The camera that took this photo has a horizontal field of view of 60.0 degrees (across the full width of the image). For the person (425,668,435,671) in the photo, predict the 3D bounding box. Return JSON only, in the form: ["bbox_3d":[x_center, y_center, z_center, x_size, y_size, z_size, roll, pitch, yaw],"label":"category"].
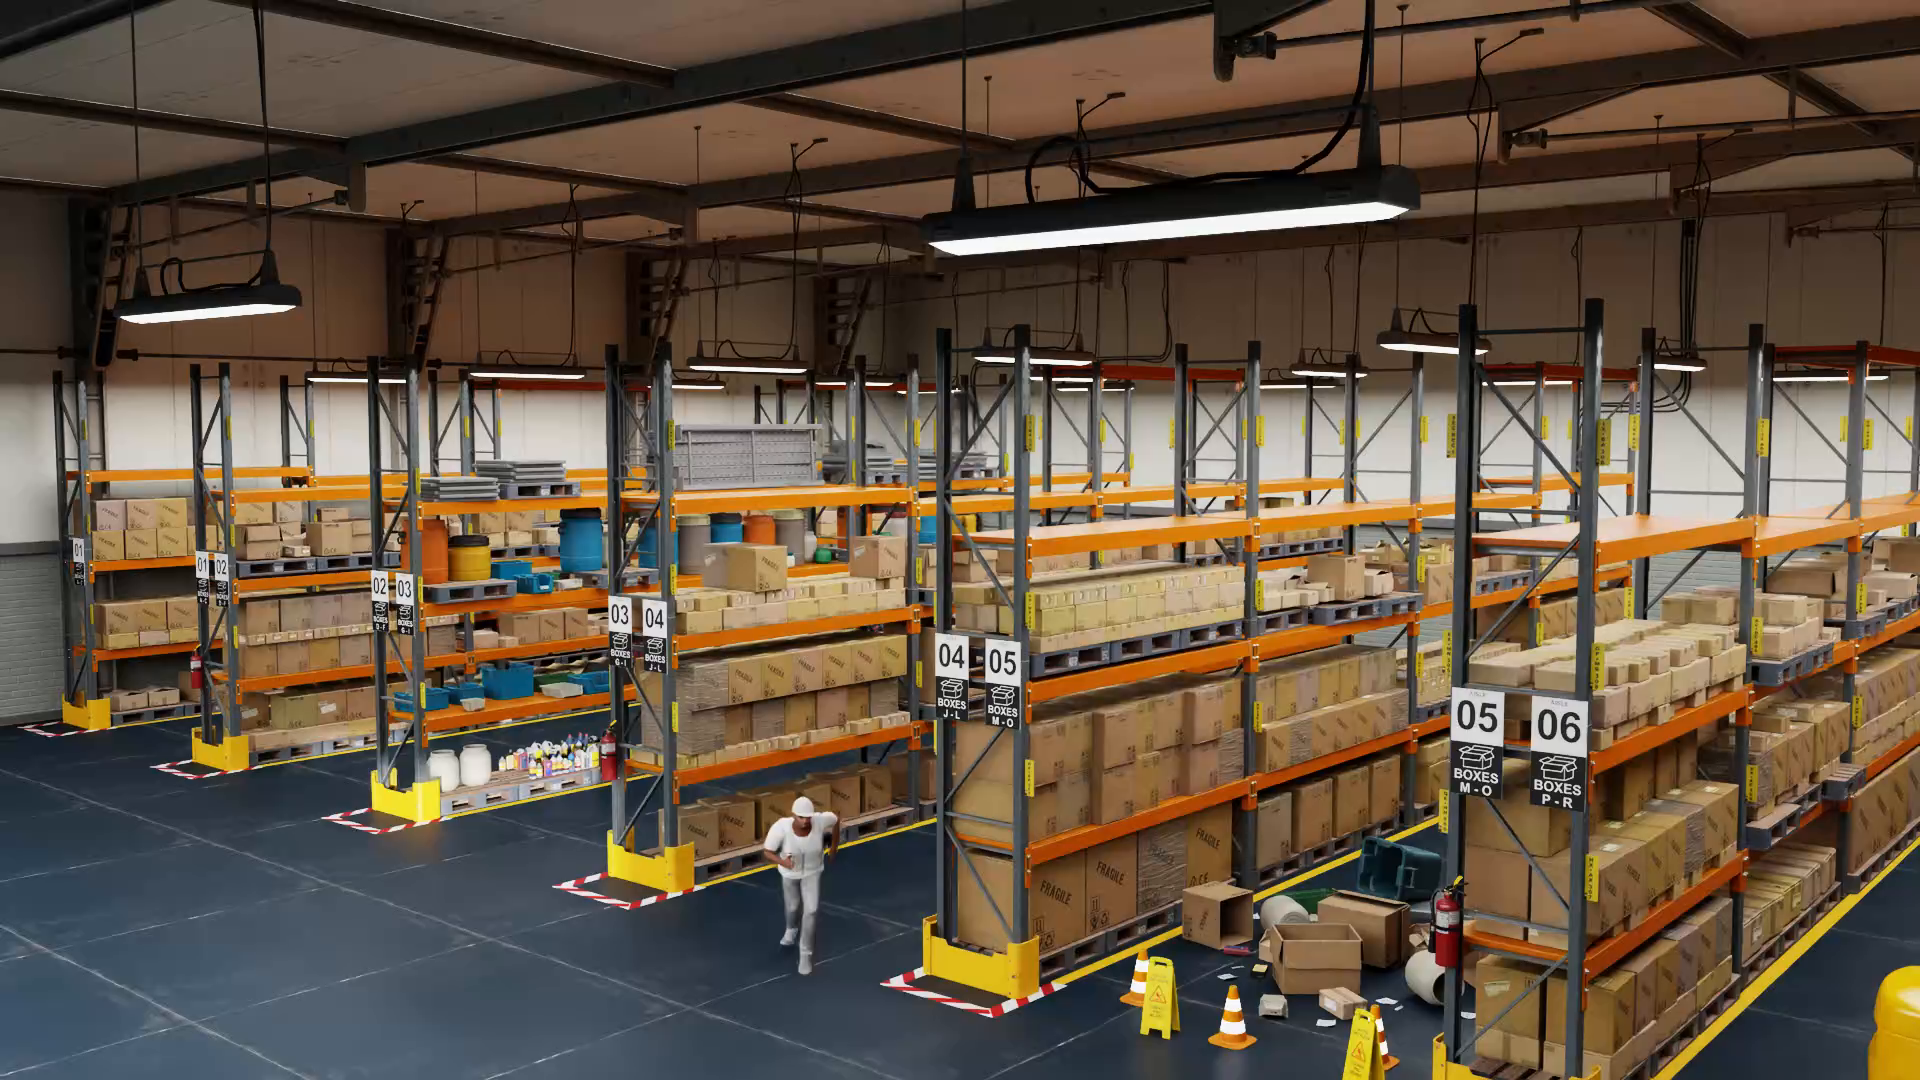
[{"bbox_3d":[-9.421,2.304,29.424,0.640,1.483,0.748,2,4,20],"label":"person"}]

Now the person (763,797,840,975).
[{"bbox_3d":[-1.512,3.217,15.820,0.745,1.716,1.021,-1,4,-12],"label":"person"}]
